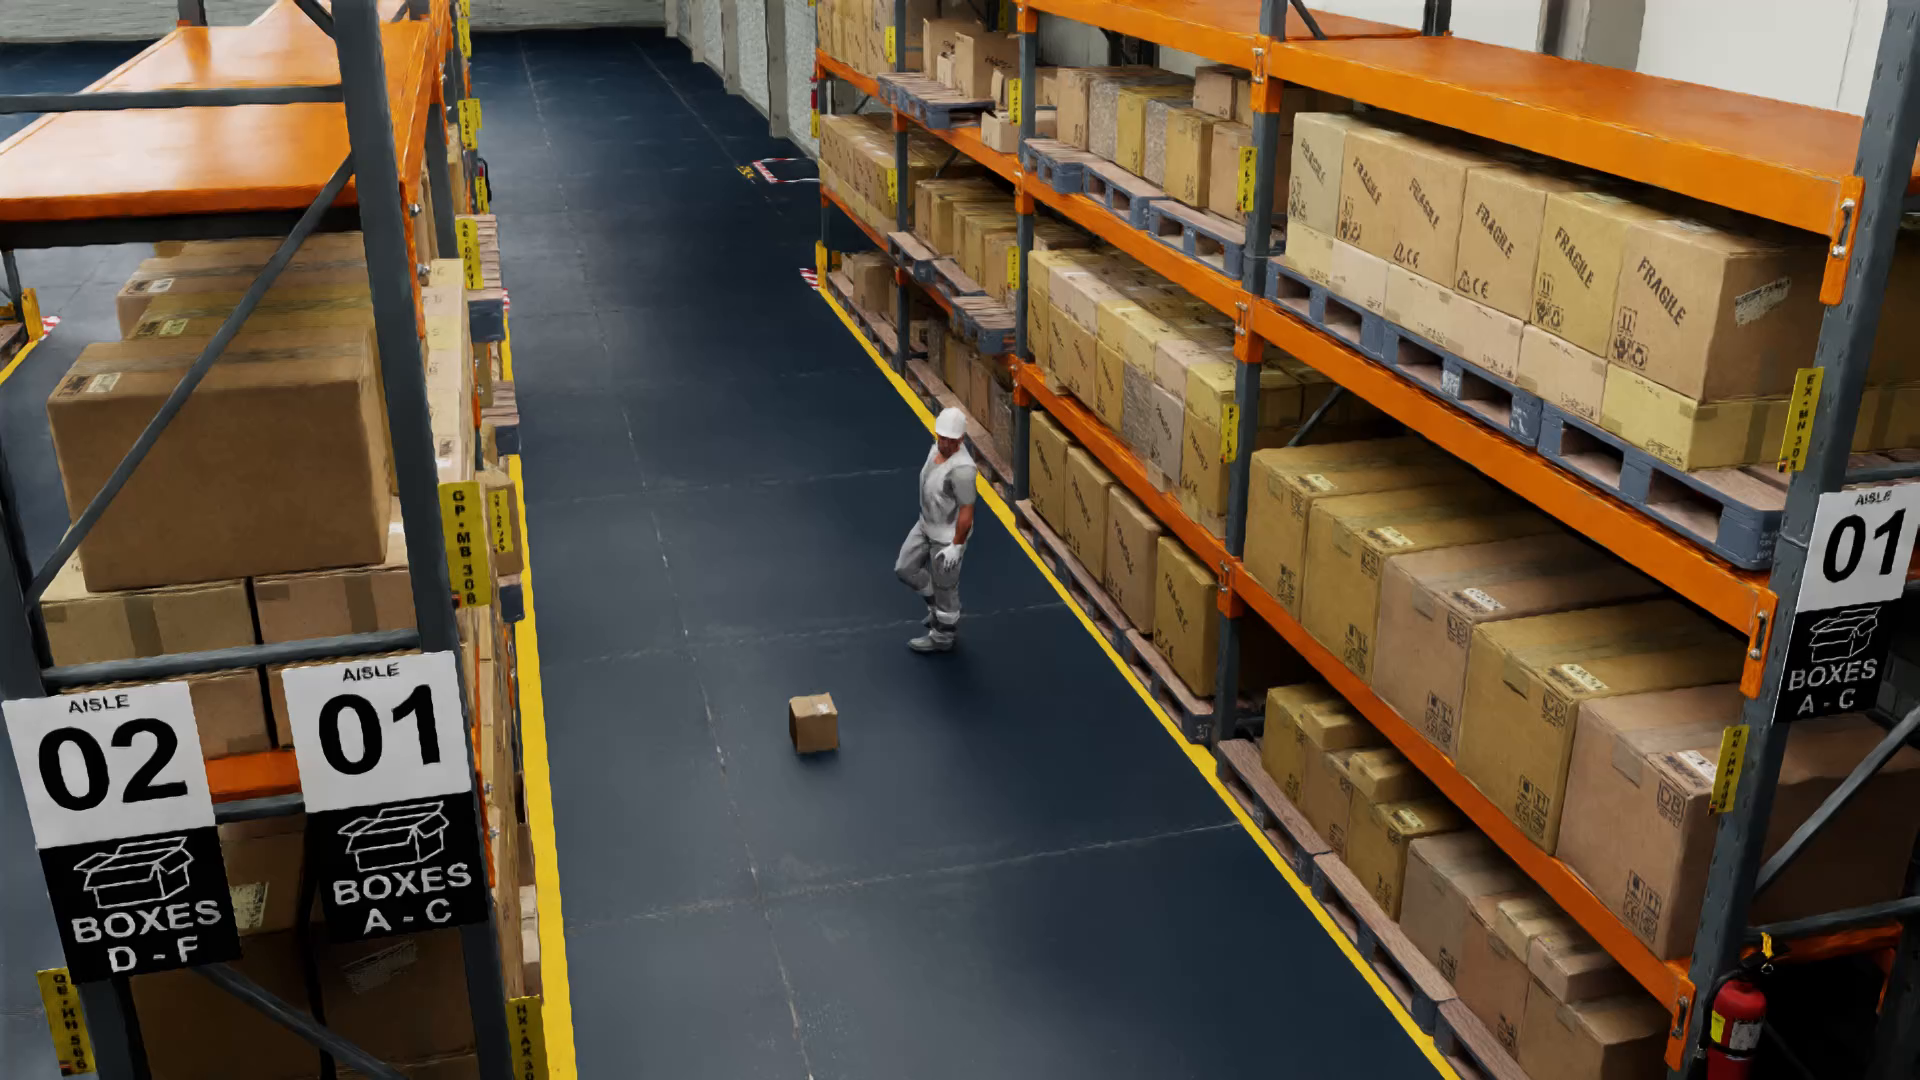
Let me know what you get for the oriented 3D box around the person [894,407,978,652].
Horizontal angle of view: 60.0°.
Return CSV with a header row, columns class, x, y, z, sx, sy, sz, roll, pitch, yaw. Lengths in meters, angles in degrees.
class,x,y,z,sx,sy,sz,roll,pitch,yaw
person,-0.166,-0.049,10.727,0.452,1.774,0.728,-8,24,-19
